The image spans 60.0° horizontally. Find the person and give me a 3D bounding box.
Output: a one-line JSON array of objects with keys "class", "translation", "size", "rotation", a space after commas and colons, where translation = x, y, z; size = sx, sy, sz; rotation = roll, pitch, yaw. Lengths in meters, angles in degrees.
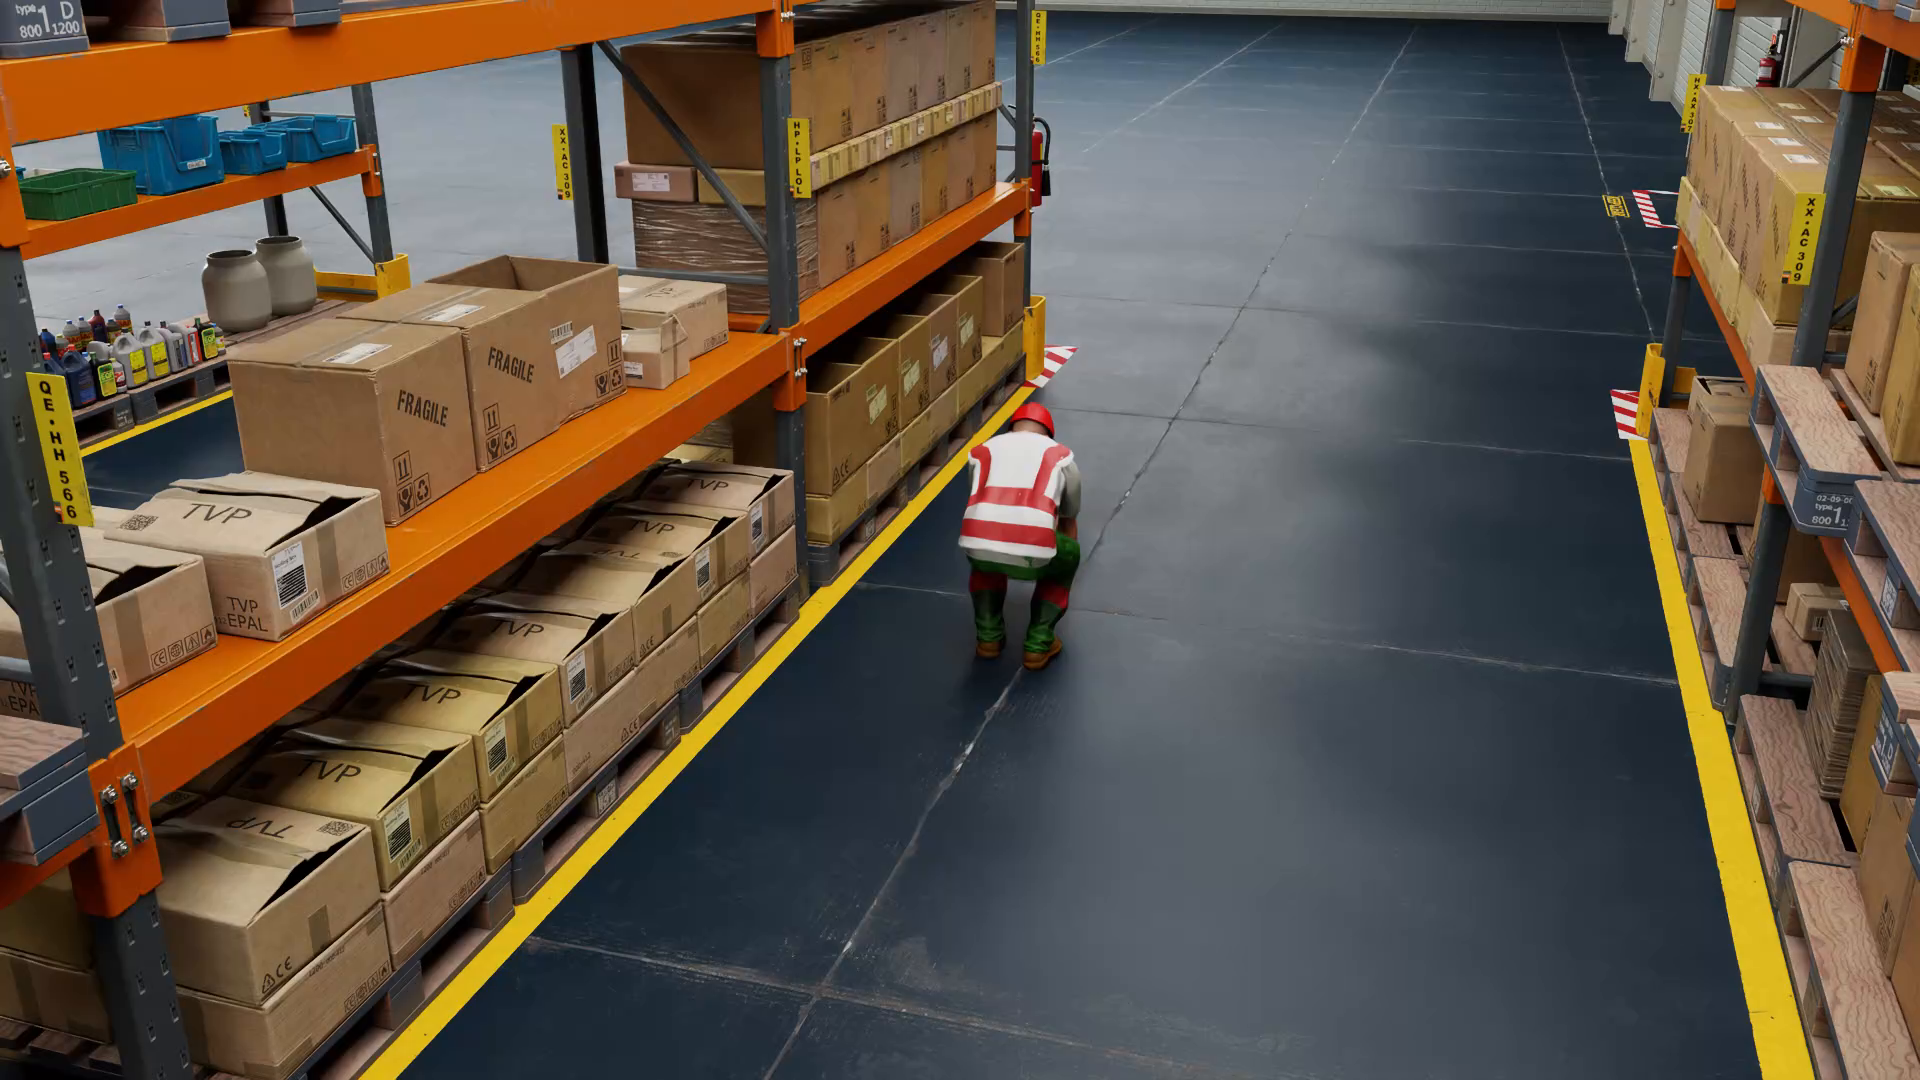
[{"class": "person", "translation": [0.261, -0.013, 7.172], "size": [0.533, 0.991, 0.912], "rotation": [6, 22, 14]}]
